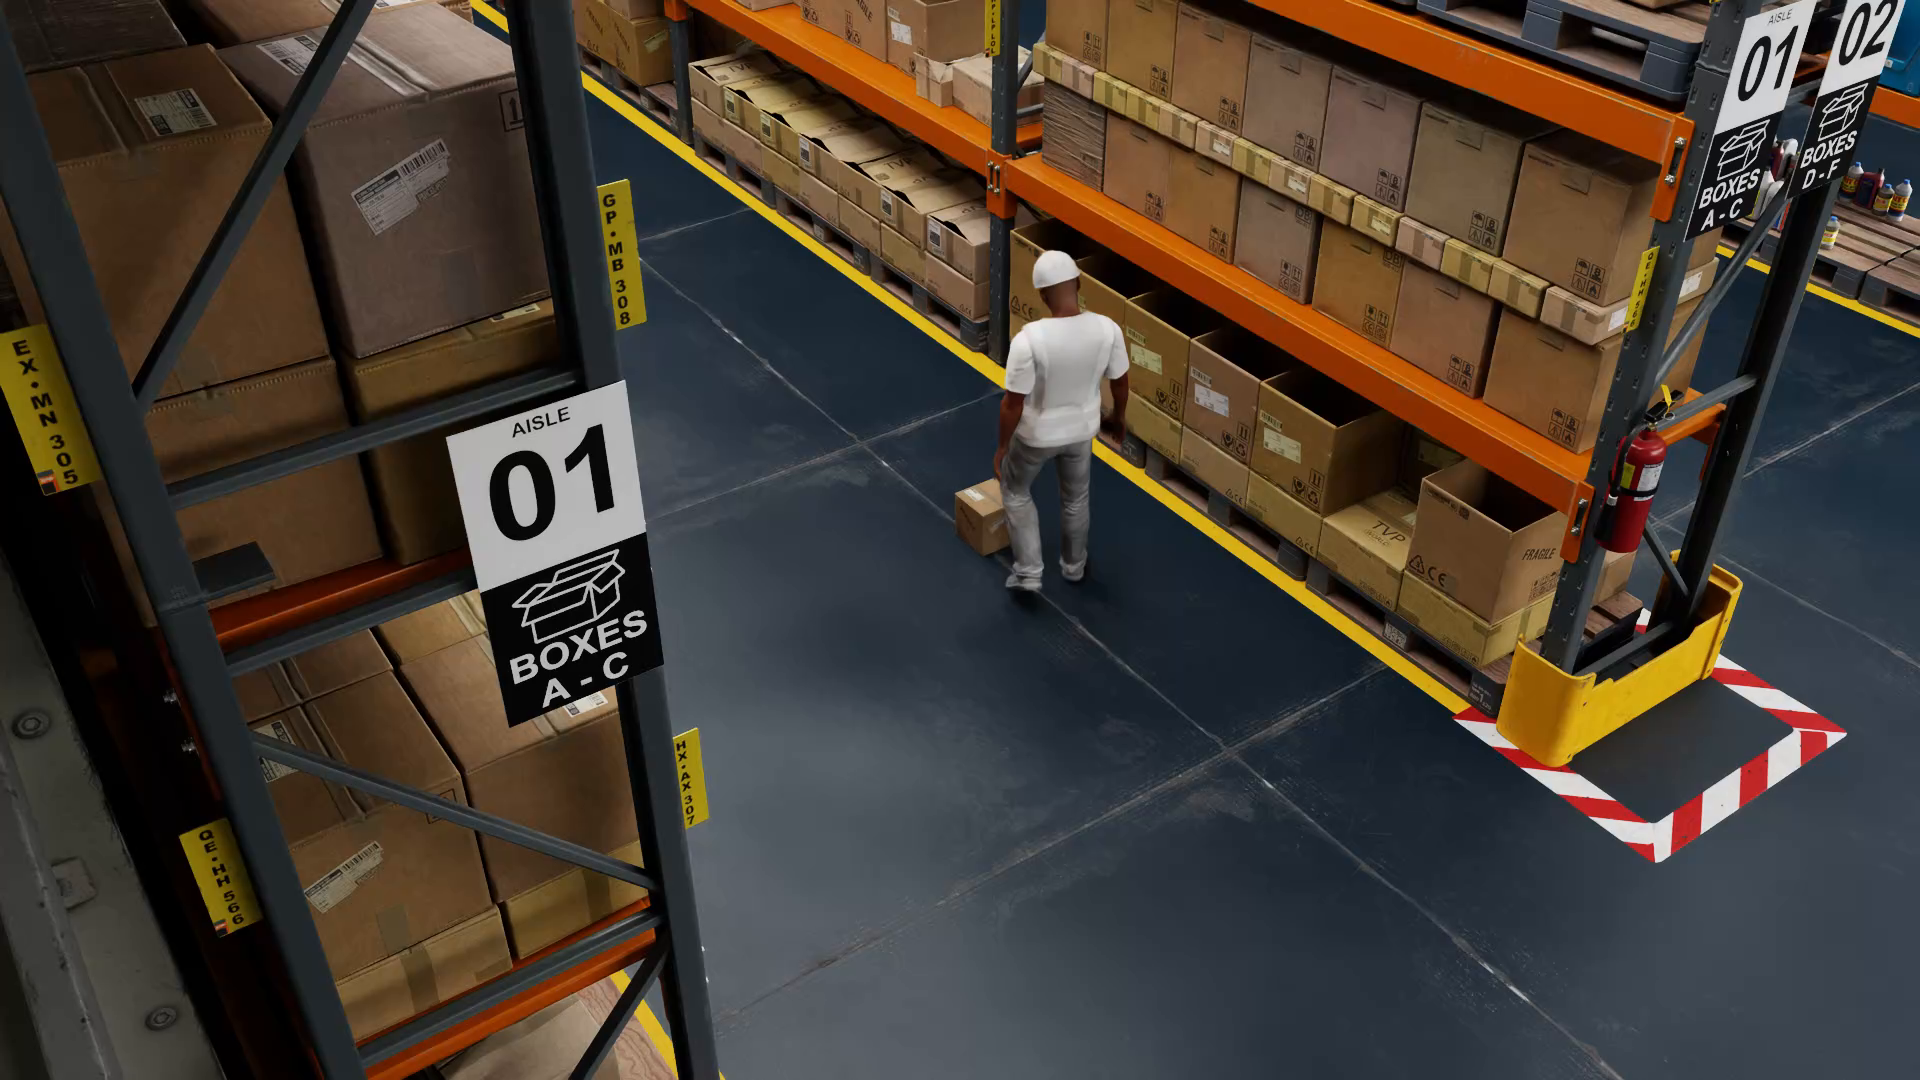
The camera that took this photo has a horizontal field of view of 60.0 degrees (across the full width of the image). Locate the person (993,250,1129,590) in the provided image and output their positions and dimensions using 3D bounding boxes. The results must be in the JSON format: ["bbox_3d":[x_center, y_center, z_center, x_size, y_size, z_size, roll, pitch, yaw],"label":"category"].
[{"bbox_3d":[0.449,-0.521,7.677,0.695,1.779,0.446,-10,37,-13],"label":"person"}]
